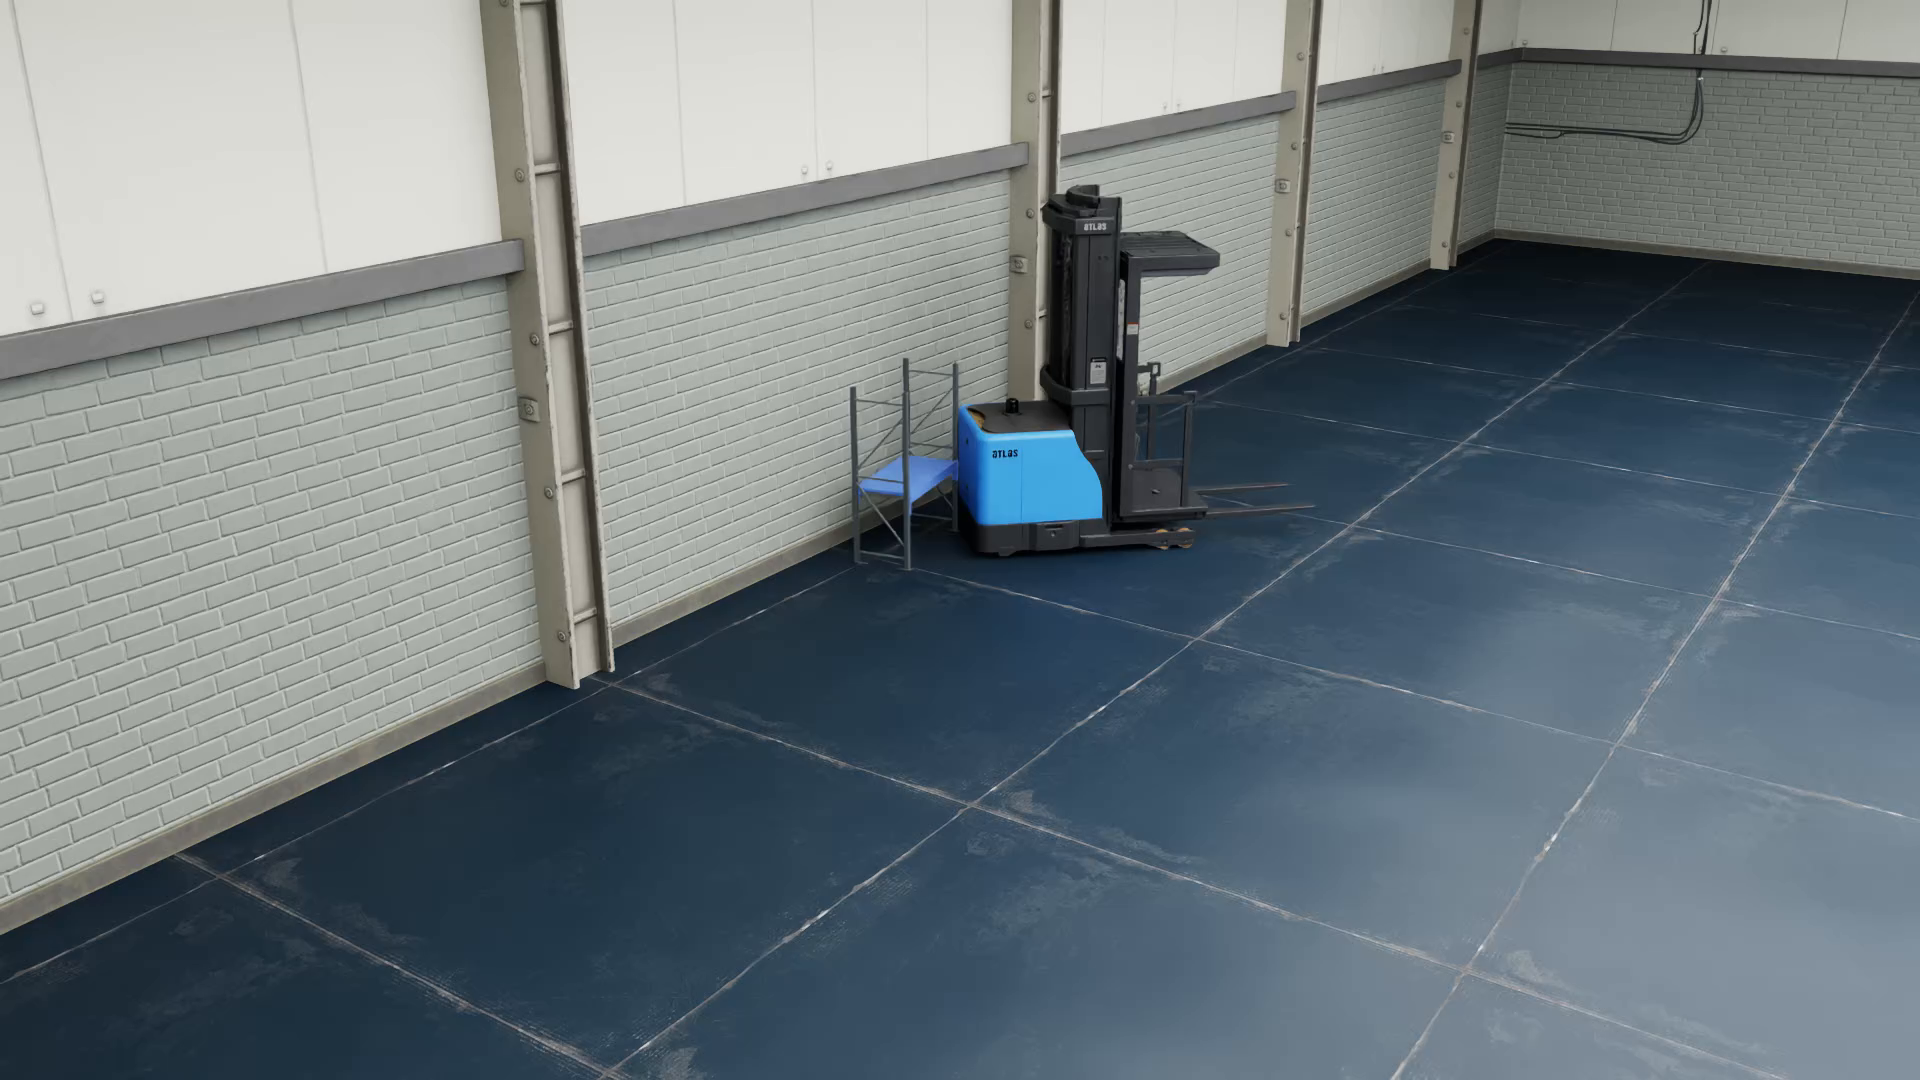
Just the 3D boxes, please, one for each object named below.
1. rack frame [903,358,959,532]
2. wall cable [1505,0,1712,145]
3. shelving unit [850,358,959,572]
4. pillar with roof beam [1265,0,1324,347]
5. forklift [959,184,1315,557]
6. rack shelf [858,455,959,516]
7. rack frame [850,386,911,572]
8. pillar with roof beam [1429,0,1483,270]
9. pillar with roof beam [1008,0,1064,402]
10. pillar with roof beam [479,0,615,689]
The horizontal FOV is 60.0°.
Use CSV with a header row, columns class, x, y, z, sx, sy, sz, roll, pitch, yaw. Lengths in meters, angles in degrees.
class,x,y,z,sx,sy,sz,roll,pitch,yaw
rack frame,-0.248,-0.809,14.290,0.500,1.500,0.032,8,22,21
wall cable,10.190,-7.571,26.237,3.097,2.526,0.112,13,24,32
shelving unit,-0.444,-0.646,13.850,0.538,1.500,1.048,8,22,21
pillar with roof beam,7.628,-5.879,17.187,9.100,9.000,0.400,13,24,32
forklift,1.533,-1.471,14.017,3.031,2.935,1.130,-4,21,-10
rack shelf,-0.444,-0.477,13.912,0.538,0.185,1.000,8,22,21
rack frame,-0.641,-0.483,13.410,0.500,1.500,0.032,8,22,21
pillar with roof beam,11.001,-7.600,21.841,9.100,9.000,0.400,13,24,32
pillar with roof beam,4.255,-4.157,12.532,9.100,9.000,0.400,13,24,32
pillar with roof beam,0.882,-2.436,7.878,9.100,9.000,0.400,13,24,32
